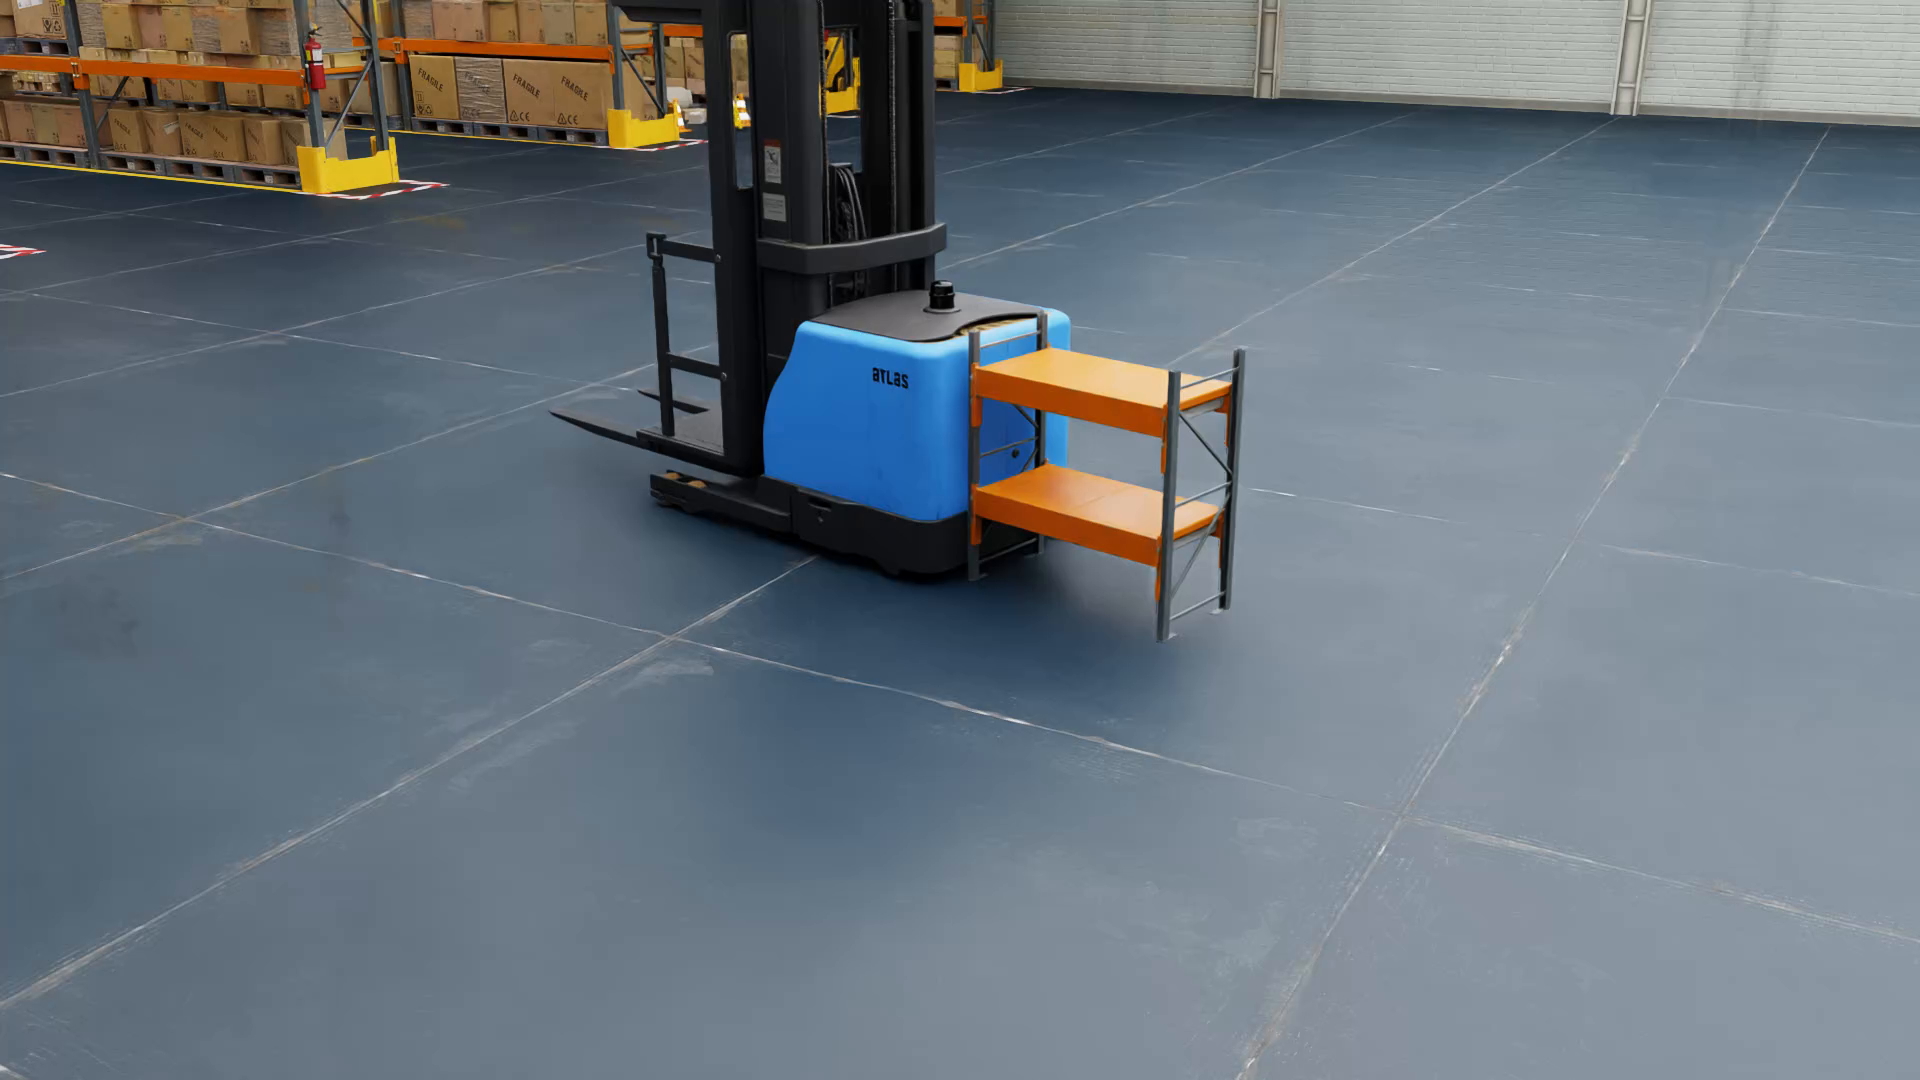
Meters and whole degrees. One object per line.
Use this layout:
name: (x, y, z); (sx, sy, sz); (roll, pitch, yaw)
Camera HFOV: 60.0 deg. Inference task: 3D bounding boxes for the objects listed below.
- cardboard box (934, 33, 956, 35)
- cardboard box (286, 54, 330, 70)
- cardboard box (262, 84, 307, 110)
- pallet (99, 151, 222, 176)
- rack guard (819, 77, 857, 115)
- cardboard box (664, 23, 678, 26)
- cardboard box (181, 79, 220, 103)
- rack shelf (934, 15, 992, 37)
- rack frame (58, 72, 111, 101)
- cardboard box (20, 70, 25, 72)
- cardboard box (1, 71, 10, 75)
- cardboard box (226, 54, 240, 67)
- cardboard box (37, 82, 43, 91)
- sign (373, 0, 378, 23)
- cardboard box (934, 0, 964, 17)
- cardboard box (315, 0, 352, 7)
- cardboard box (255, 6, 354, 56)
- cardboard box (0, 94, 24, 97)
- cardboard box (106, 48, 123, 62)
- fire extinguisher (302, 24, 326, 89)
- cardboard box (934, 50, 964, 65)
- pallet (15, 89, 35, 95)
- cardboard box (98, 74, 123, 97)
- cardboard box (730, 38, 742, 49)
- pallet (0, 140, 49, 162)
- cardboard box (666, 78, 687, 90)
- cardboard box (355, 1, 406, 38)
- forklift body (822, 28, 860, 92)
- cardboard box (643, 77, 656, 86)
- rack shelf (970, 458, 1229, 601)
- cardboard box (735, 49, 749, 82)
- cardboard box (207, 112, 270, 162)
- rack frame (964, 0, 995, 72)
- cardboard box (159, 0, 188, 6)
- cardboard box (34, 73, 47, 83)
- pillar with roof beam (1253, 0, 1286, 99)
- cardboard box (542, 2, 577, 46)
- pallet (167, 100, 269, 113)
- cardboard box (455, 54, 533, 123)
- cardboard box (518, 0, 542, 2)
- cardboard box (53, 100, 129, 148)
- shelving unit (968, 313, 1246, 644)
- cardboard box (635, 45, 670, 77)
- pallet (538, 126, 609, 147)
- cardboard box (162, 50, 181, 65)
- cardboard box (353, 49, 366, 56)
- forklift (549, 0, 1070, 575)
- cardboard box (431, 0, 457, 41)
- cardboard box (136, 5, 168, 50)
cardboard box: (-0.396, -9.458, 31.490); (0.500, 0.250, 0.500); (11, 23, 27)
cardboard box: (-7.231, -5.304, 18.457); (0.250, 0.149, 0.380); (11, 23, 27)
cardboard box: (-10.106, -7.094, 25.706); (0.750, 0.750, 1.050); (11, 23, 28)
pallet: (-9.770, -4.689, 20.483); (1.213, 0.211, 1.003); (11, 23, 27)
rack guard: (-2.115, -7.224, 27.047); (0.348, 0.500, 1.175); (11, 23, 27)
cardboard box: (-4.731, -8.672, 27.743); (0.250, 0.149, 0.380); (12, 23, 29)
cardboard box: (-12.061, -7.280, 26.586); (0.500, 0.500, 0.500); (11, 23, 27)
rack shelf: (-1.377, -9.859, 31.701); (4.000, 0.370, 1.077); (11, 23, 27)
rack frame: (-14.851, -8.892, 27.978); (0.127, 3.000, 1.000); (11, 23, 27)
cardboard box: (-15.940, -8.146, 28.617); (0.250, 0.149, 0.380); (12, 23, 29)
cardboard box: (-16.393, -8.085, 28.884); (0.250, 0.149, 0.380); (10, 22, 25)
cardboard box: (-8.101, -5.472, 18.920); (0.250, 0.149, 0.380); (11, 23, 27)
cardboard box: (-15.545, -7.781, 28.481); (0.250, 0.149, 0.380); (12, 23, 29)
sign: (-6.617, -6.005, 18.750); (0.005, 0.325, 0.100); (11, 23, 27)
cardboard box: (-0.189, -9.915, 30.654); (0.500, 0.500, 0.500); (10, 22, 26)
cardboard box: (-7.229, -6.266, 18.690); (0.500, 0.500, 0.500); (11, 23, 27)
cardboard box: (-7.348, -5.723, 18.660); (0.500, 0.500, 0.875); (11, 23, 27)
cardboard box: (-12.781, -5.604, 21.937); (0.500, 0.500, 0.700); (9, 22, 23)
cardboard box: (-9.889, -5.779, 19.767); (0.250, 0.149, 0.380); (11, 23, 27)
fire extinguisher: (-7.006, -5.244, 18.035); (0.183, 0.674, 0.296); (11, 23, 27)
cardboard box: (-0.209, -8.992, 30.940); (0.500, 0.250, 0.500); (10, 22, 27)
pallet: (-16.523, -7.884, 29.291); (1.213, 0.211, 1.003); (11, 23, 27)
cardboard box: (-13.872, -7.625, 27.535); (0.500, 0.500, 0.500); (12, 23, 30)
cardboard box: (-3.676, -8.132, 27.251); (0.250, 0.149, 0.380); (12, 23, 30)
pallet: (-12.123, -5.122, 21.676); (1.213, 0.211, 1.003); (11, 23, 27)
cardboard box: (-4.686, -7.693, 28.089); (0.500, 0.250, 0.500); (12, 23, 30)
cardboard box: (-8.452, -7.615, 24.314); (0.500, 0.500, 0.500); (11, 22, 27)
forklift body: (-2.176, -9.238, 30.178); (1.214, 2.155, 2.313); (11, 23, 27)
cardboard box: (-5.269, -7.294, 27.237); (0.500, 0.500, 0.500); (-7, 21, -20)
rack shelf: (0.591, -0.062, 7.104); (1.000, 0.278, 0.538); (17, 26, 39)
cardboard box: (-3.332, -7.785, 27.245); (0.500, 0.500, 0.500); (12, 23, 29)
cardboard box: (-8.494, -4.766, 19.656); (0.500, 0.500, 0.500); (13, 24, 32)
rack frame: (0.369, -9.865, 30.661); (0.127, 3.000, 1.000); (11, 23, 27)
cardboard box: (-8.789, -6.362, 18.956); (0.500, 0.500, 0.500); (11, 23, 27)
cardboard box: (-15.523, -7.888, 28.340); (0.250, 0.149, 0.380); (10, 22, 25)
pillar with roof beam: (3.339, -10.790, 24.413); (0.400, 9.000, 9.100); (11, 23, 27)
cardboard box: (-5.211, -7.100, 22.819); (0.550, 0.550, 0.875); (11, 23, 27)
pallet: (-12.040, -7.046, 26.980); (1.213, 0.211, 1.003); (11, 23, 27)
cardboard box: (-6.563, -6.486, 23.846); (0.875, 0.875, 0.875); (11, 23, 28)
cardboard box: (-5.627, -7.745, 23.014); (0.550, 0.550, 0.875); (11, 23, 27)
cardboard box: (-10.899, -5.242, 20.937); (0.500, 0.500, 0.700); (9, 22, 23)
shelving unit: (0.591, -0.292, 7.020); (1.048, 1.125, 0.538); (17, 26, 39)
cardboard box: (-5.157, -8.130, 28.197); (0.500, 0.500, 0.500); (12, 23, 30)
pallet: (-5.111, -5.695, 23.255); (1.213, 0.211, 1.003); (11, 23, 27)
cardboard box: (-9.017, -5.613, 19.307); (0.250, 0.149, 0.380); (11, 23, 27)
cardboard box: (-11.152, -9.353, 31.752); (0.875, 0.875, 0.875); (12, 23, 29)
forklift: (-0.916, -1.623, 8.042); (3.031, 2.935, 1.130); (17, 26, 39)
cardboard box: (-7.047, -7.489, 23.892); (0.550, 0.550, 0.875); (11, 23, 27)
cardboard box: (-9.106, -6.048, 19.557); (0.500, 0.500, 0.875); (11, 23, 27)
